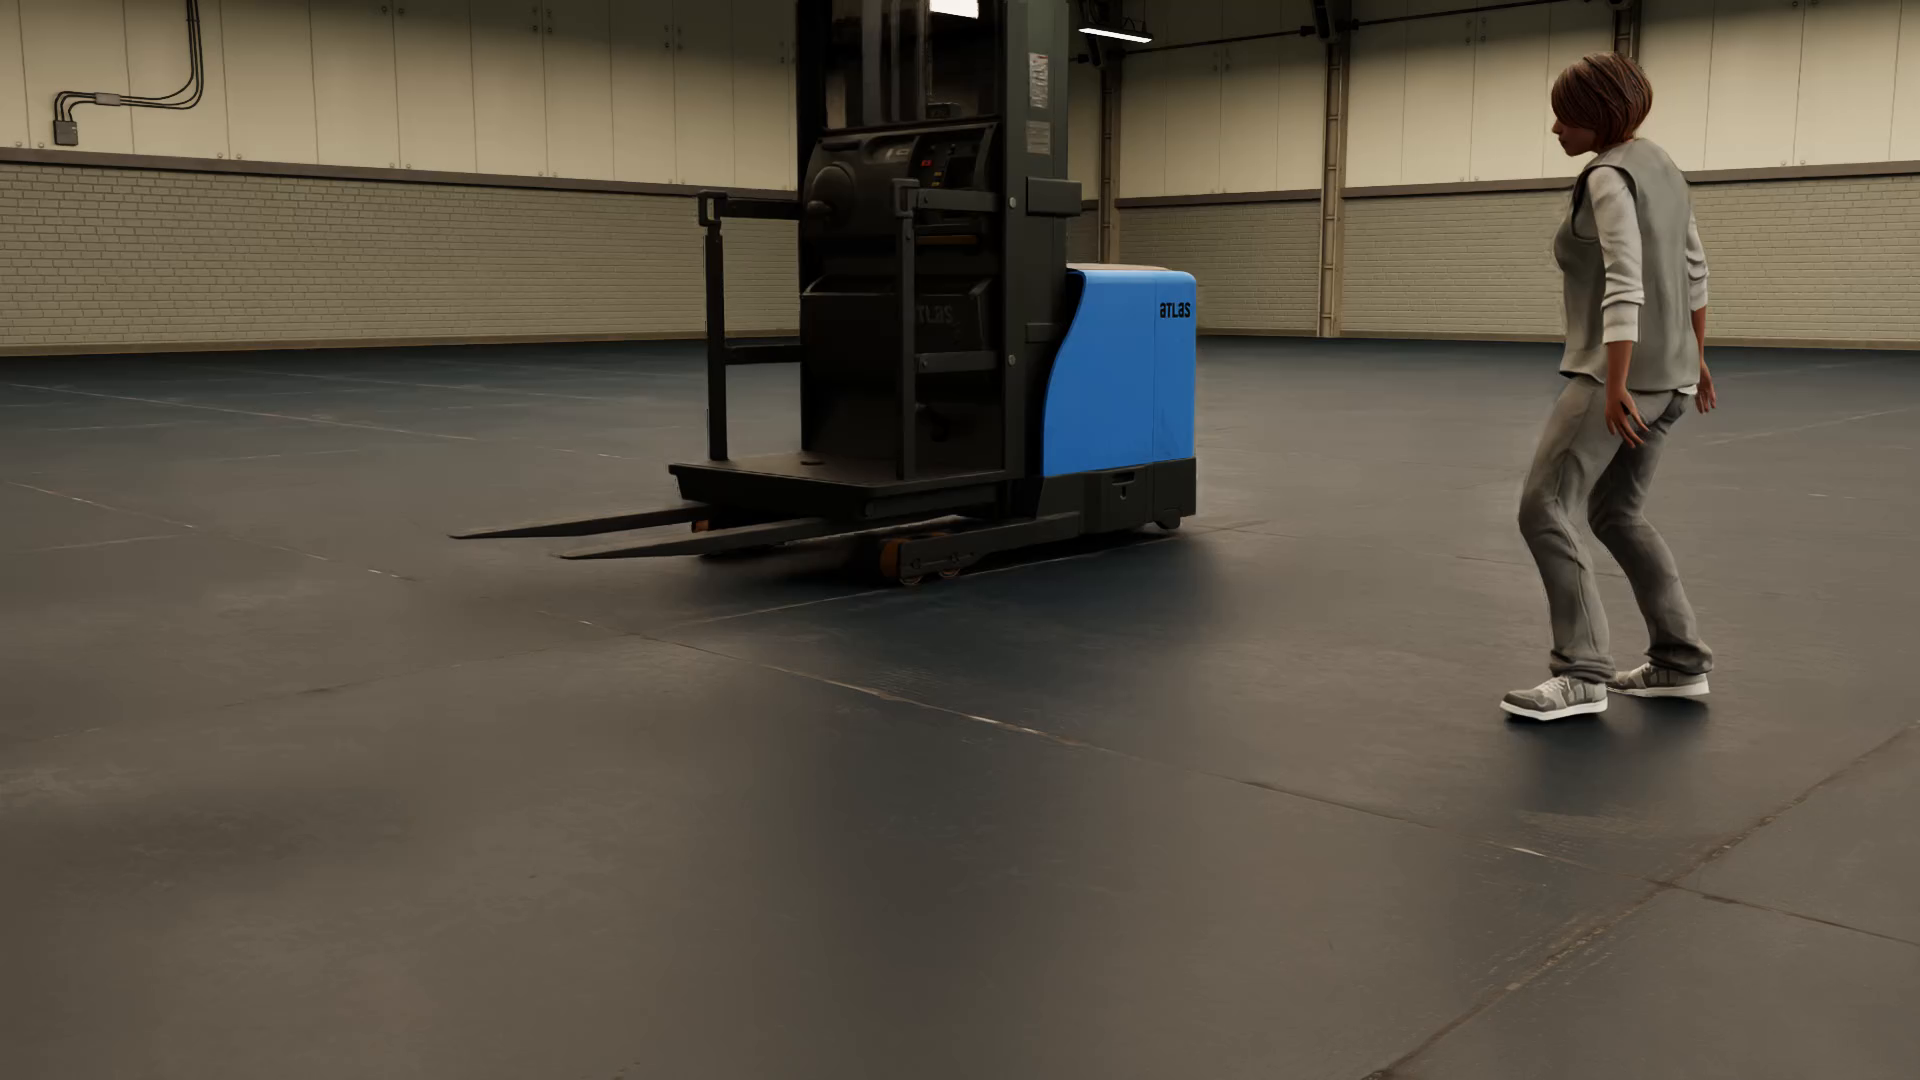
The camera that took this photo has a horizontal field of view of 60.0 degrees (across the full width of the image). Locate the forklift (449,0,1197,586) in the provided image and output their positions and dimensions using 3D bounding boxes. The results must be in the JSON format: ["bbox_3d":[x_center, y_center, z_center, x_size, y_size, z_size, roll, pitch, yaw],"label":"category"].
[{"bbox_3d":[-0.374,-1.377,6.017,1.130,2.935,3.031,8,11,42],"label":"forklift"}]

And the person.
[{"bbox_3d":[1.603,-0.362,3.990,0.403,1.563,0.740,8,12,42],"label":"person"}]
